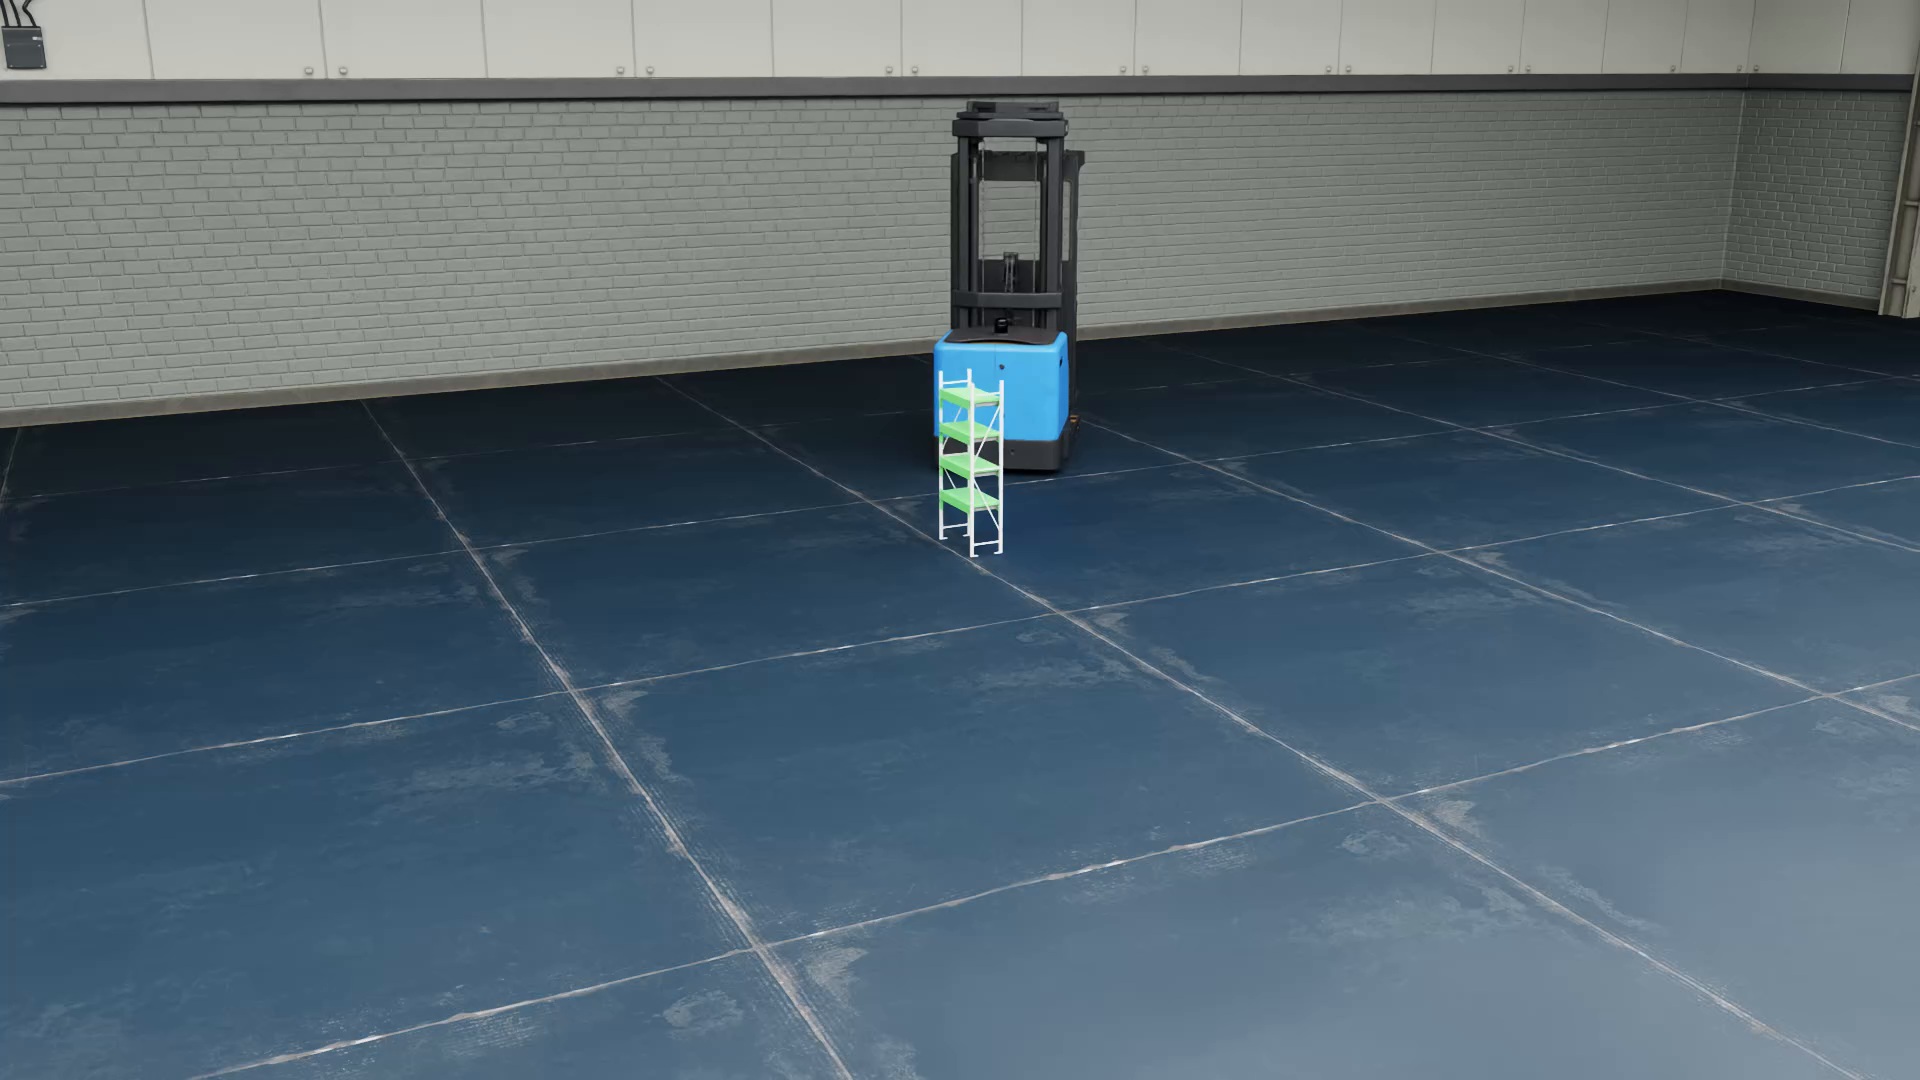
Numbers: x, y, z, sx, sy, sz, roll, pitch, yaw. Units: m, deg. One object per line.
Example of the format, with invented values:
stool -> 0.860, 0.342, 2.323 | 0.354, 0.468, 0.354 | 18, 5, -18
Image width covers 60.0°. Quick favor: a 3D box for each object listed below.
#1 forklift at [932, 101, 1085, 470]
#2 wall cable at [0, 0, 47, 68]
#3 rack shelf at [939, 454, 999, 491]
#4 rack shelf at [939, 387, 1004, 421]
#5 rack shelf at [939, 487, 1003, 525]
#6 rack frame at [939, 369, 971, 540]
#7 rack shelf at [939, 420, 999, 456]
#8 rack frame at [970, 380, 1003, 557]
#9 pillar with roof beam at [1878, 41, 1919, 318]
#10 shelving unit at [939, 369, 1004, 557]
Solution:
forklift -> 0.499, -2.336, 14.576 | 1.130, 2.935, 3.031 | 2, 16, 8
wall cable -> -7.350, -7.182, 14.298 | 2.305, 6.003, 0.169 | -8, 18, -25
rack shelf -> 0.073, -0.474, 11.460 | 0.258, 0.148, 0.480 | -8, 18, -25
rack shelf -> 0.073, -0.936, 11.327 | 0.258, 0.148, 0.480 | -8, 18, -25
rack shelf -> 0.073, -0.244, 11.526 | 0.258, 0.148, 0.480 | -8, 18, -25
rack frame -> -0.034, -0.596, 11.653 | 0.240, 1.200, 0.015 | -8, 18, -25
rack shelf -> 0.073, -0.705, 11.394 | 0.258, 0.148, 0.480 | -8, 18, -25
rack frame -> 0.179, -0.475, 11.231 | 0.240, 1.200, 0.015 | -8, 18, -25
pillar with roof beam -> 8.657, -6.800, 19.133 | 9.100, 9.000, 0.400 | -8, 18, -25
shelving unit -> 0.073, -0.536, 11.442 | 0.258, 1.200, 0.503 | -8, 18, -25
